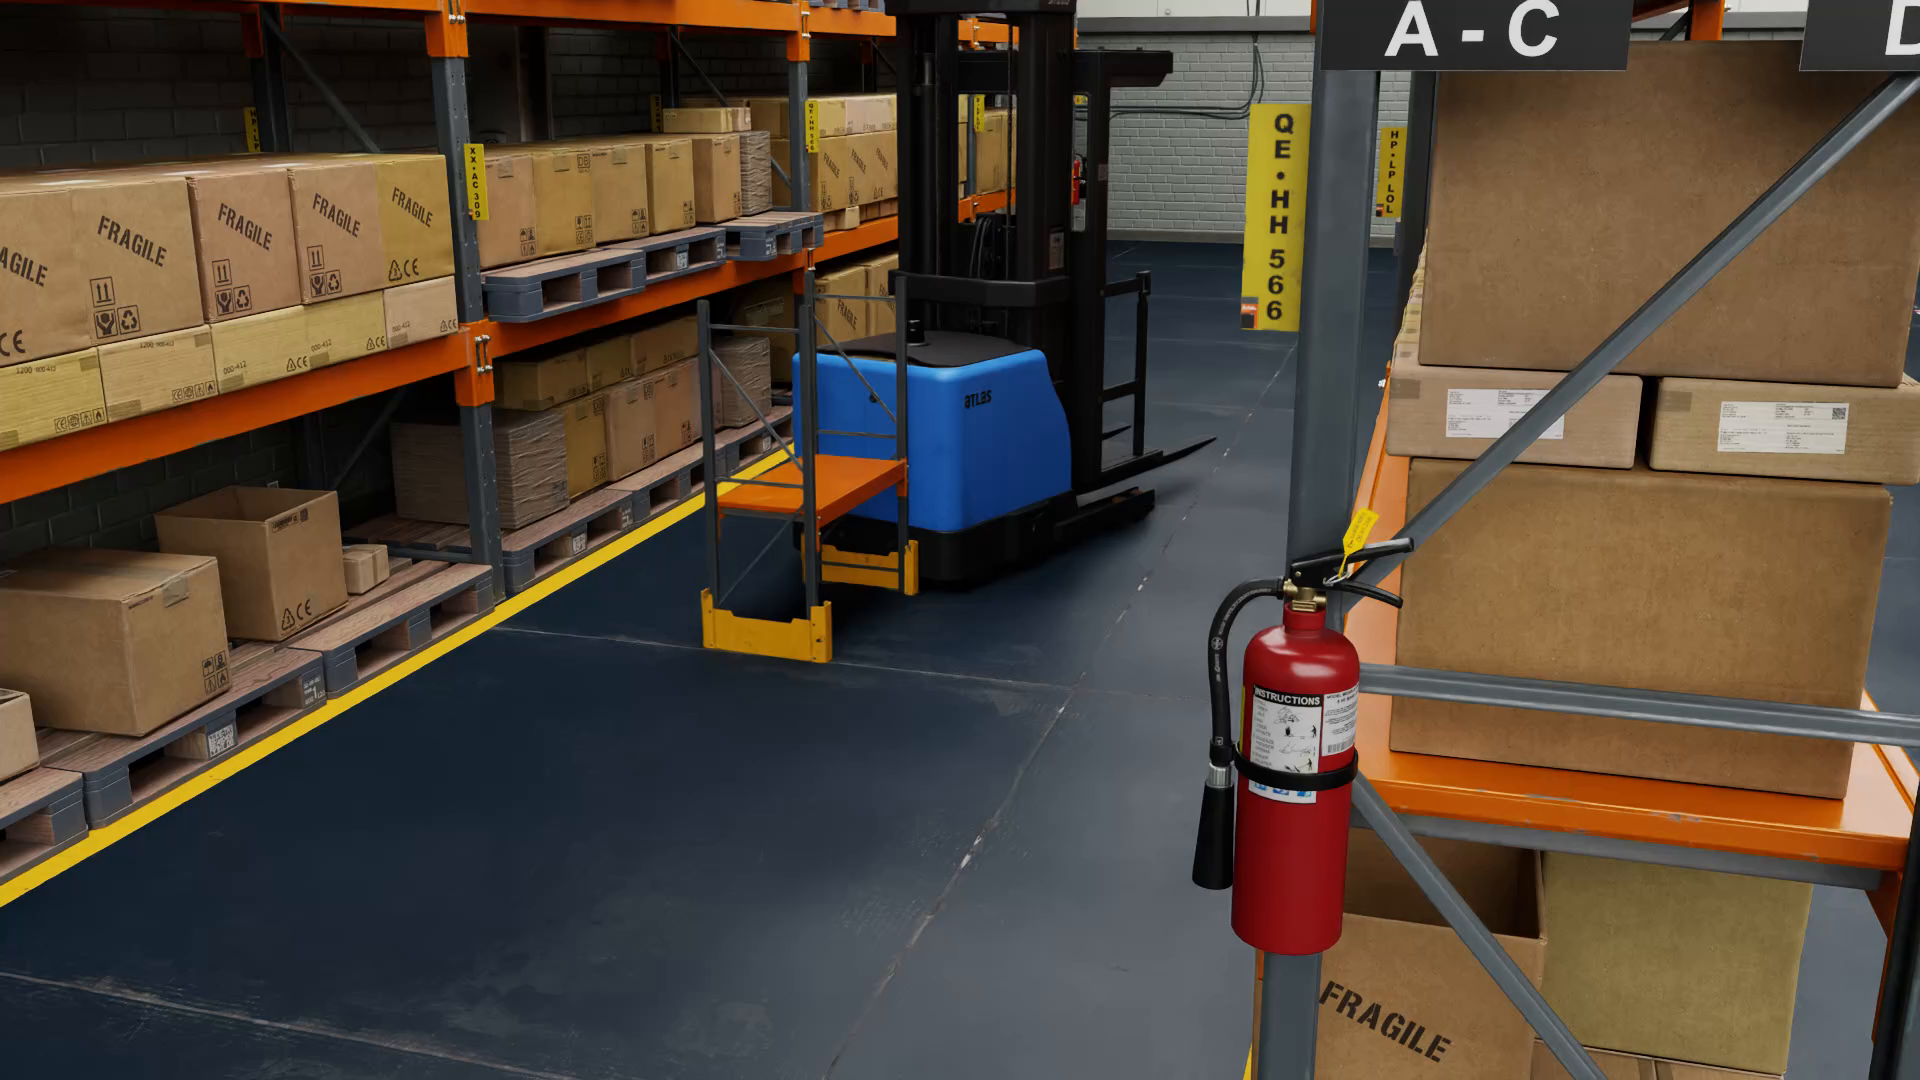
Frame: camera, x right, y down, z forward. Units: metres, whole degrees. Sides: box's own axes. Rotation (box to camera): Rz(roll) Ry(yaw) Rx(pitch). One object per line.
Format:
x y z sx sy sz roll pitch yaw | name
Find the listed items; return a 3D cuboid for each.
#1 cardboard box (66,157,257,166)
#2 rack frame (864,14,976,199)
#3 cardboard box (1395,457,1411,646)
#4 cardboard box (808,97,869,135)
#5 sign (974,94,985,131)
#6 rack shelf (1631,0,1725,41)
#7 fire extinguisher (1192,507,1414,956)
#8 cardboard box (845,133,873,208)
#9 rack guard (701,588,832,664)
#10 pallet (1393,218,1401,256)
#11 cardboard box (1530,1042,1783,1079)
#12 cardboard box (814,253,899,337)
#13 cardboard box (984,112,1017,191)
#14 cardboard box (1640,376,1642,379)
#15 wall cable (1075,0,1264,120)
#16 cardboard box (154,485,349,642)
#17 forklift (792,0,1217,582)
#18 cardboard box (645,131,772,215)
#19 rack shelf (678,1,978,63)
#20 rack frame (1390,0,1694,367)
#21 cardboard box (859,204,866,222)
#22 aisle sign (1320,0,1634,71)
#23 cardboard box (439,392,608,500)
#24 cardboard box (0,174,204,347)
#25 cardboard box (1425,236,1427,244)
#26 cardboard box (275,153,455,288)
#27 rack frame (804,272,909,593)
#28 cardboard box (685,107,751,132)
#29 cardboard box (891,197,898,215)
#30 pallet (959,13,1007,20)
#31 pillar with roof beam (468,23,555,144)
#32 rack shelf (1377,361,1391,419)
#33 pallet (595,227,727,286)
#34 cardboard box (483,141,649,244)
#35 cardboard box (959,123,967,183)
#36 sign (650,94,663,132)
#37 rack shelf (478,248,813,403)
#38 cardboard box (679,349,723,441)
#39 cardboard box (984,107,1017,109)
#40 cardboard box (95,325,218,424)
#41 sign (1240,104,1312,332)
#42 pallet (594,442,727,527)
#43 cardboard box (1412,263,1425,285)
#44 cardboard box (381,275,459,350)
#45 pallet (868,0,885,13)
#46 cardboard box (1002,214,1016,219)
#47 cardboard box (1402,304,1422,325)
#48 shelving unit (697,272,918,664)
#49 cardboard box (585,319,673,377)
-3.115 -1.238 6.560 0.500 0.500 0.500 5 16 16 | cardboard box
-0.357 -3.274 14.876 1.000 3.000 0.127 5 16 16 | rack frame
1.272 -0.059 3.355 0.700 0.500 0.500 5 17 17 | cardboard box
-0.966 -3.029 11.871 0.500 0.250 0.500 4 16 15 | cardboard box
0.166 -3.754 14.589 0.100 0.325 0.005 5 16 16 | sign
2.688 -2.418 7.679 1.077 0.370 4.000 5 16 16 | rack shelf
0.504 0.281 2.485 0.296 0.674 0.183 5 16 16 | fire extinguisher
-0.953 -2.672 11.988 0.500 0.500 0.500 5 17 18 | cardboard box
-0.826 0.363 7.091 0.587 0.250 0.087 6 17 19 | rack guard
3.382 -1.935 10.506 1.213 0.211 1.003 5 16 16 | pallet
1.349 1.246 3.208 0.500 0.250 0.500 5 16 16 | cardboard box
-0.904 -1.806 12.871 0.750 0.750 0.750 5 16 16 | cardboard box
0.025 -3.750 16.003 0.980 0.700 0.700 4 16 14 | cardboard box
1.373 -0.267 2.901 0.380 0.149 0.250 4 16 14 | cardboard box
2.729 -7.165 23.290 3.097 2.526 0.112 5 16 16 | wall cable
-2.887 0.084 6.809 0.500 0.500 0.500 3 16 12 | cardboard box
0.427 -1.553 8.933 1.130 2.935 3.031 11 19 34 | forklift
-1.618 -2.364 10.676 0.700 0.500 0.500 3 16 9 | cardboard box
-0.926 -3.848 12.720 1.077 0.370 4.000 5 16 16 | rack shelf
2.120 -0.798 6.146 1.000 3.000 0.127 5 16 16 | rack frame
-0.923 -2.457 12.418 0.380 0.149 0.250 5 17 17 | cardboard box
0.683 -1.008 2.121 0.394 0.787 0.004 5 16 16 | aisle sign
-2.339 -0.523 8.952 0.700 0.500 0.500 4 16 15 | cardboard box
-2.906 -0.934 5.488 0.500 0.500 0.500 5 17 18 | cardboard box
1.495 -0.765 4.659 0.380 0.149 0.250 4 16 14 | cardboard box
-2.469 -1.332 6.891 0.500 0.500 0.500 5 16 16 | cardboard box
-0.483 -0.494 7.821 0.500 1.500 0.032 6 17 19 | rack frame
-1.563 -2.707 10.698 0.380 0.149 0.250 2 16 9 | cardboard box
-0.672 -2.655 13.116 0.380 0.149 0.250 5 17 18 | cardboard box
-0.115 -4.888 15.230 1.003 0.211 1.213 5 16 16 | pallet
1.435 -4.507 8.228 9.100 9.000 0.400 5 16 16 | pillar with roof beam
2.688 -0.975 8.089 1.077 0.370 4.000 5 16 16 | rack shelf
-2.017 -1.614 9.375 1.003 0.211 1.213 5 16 16 | pallet
-2.131 -1.892 9.013 0.700 0.500 0.500 7 17 24 | cardboard box
-0.247 -3.335 14.324 0.500 0.500 0.500 4 16 15 | cardboard box
-2.027 -2.827 11.177 0.100 0.325 0.005 5 16 16 | sign
-2.063 -1.358 9.440 1.077 0.370 4.000 5 16 16 | rack shelf
-1.907 -0.919 10.346 0.700 0.500 0.500 5 16 16 | cardboard box
0.644 -4.331 18.051 0.980 0.700 0.700 5 17 18 | cardboard box
-2.894 -0.577 5.605 0.500 0.250 0.500 5 17 16 | cardboard box
0.467 -0.468 2.427 0.100 0.325 0.005 5 16 16 | sign
-2.066 -0.364 9.725 1.003 0.211 1.213 5 16 16 | pallet
1.275 -0.565 3.953 0.380 0.149 0.250 5 17 17 | cardboard box
-2.475 -0.971 6.995 0.500 0.250 0.500 5 16 16 | cardboard box
-1.047 -4.045 12.443 1.003 0.211 1.213 5 17 18 | pallet
0.520 -3.490 18.258 0.380 0.149 0.250 5 17 16 | cardboard box
1.054 -0.362 3.236 0.380 0.149 0.250 4 16 15 | cardboard box
-0.655 -0.366 7.370 0.587 1.500 1.083 6 17 19 | shelving unit
-2.012 -1.126 9.702 0.500 0.250 0.500 5 16 16 | cardboard box
